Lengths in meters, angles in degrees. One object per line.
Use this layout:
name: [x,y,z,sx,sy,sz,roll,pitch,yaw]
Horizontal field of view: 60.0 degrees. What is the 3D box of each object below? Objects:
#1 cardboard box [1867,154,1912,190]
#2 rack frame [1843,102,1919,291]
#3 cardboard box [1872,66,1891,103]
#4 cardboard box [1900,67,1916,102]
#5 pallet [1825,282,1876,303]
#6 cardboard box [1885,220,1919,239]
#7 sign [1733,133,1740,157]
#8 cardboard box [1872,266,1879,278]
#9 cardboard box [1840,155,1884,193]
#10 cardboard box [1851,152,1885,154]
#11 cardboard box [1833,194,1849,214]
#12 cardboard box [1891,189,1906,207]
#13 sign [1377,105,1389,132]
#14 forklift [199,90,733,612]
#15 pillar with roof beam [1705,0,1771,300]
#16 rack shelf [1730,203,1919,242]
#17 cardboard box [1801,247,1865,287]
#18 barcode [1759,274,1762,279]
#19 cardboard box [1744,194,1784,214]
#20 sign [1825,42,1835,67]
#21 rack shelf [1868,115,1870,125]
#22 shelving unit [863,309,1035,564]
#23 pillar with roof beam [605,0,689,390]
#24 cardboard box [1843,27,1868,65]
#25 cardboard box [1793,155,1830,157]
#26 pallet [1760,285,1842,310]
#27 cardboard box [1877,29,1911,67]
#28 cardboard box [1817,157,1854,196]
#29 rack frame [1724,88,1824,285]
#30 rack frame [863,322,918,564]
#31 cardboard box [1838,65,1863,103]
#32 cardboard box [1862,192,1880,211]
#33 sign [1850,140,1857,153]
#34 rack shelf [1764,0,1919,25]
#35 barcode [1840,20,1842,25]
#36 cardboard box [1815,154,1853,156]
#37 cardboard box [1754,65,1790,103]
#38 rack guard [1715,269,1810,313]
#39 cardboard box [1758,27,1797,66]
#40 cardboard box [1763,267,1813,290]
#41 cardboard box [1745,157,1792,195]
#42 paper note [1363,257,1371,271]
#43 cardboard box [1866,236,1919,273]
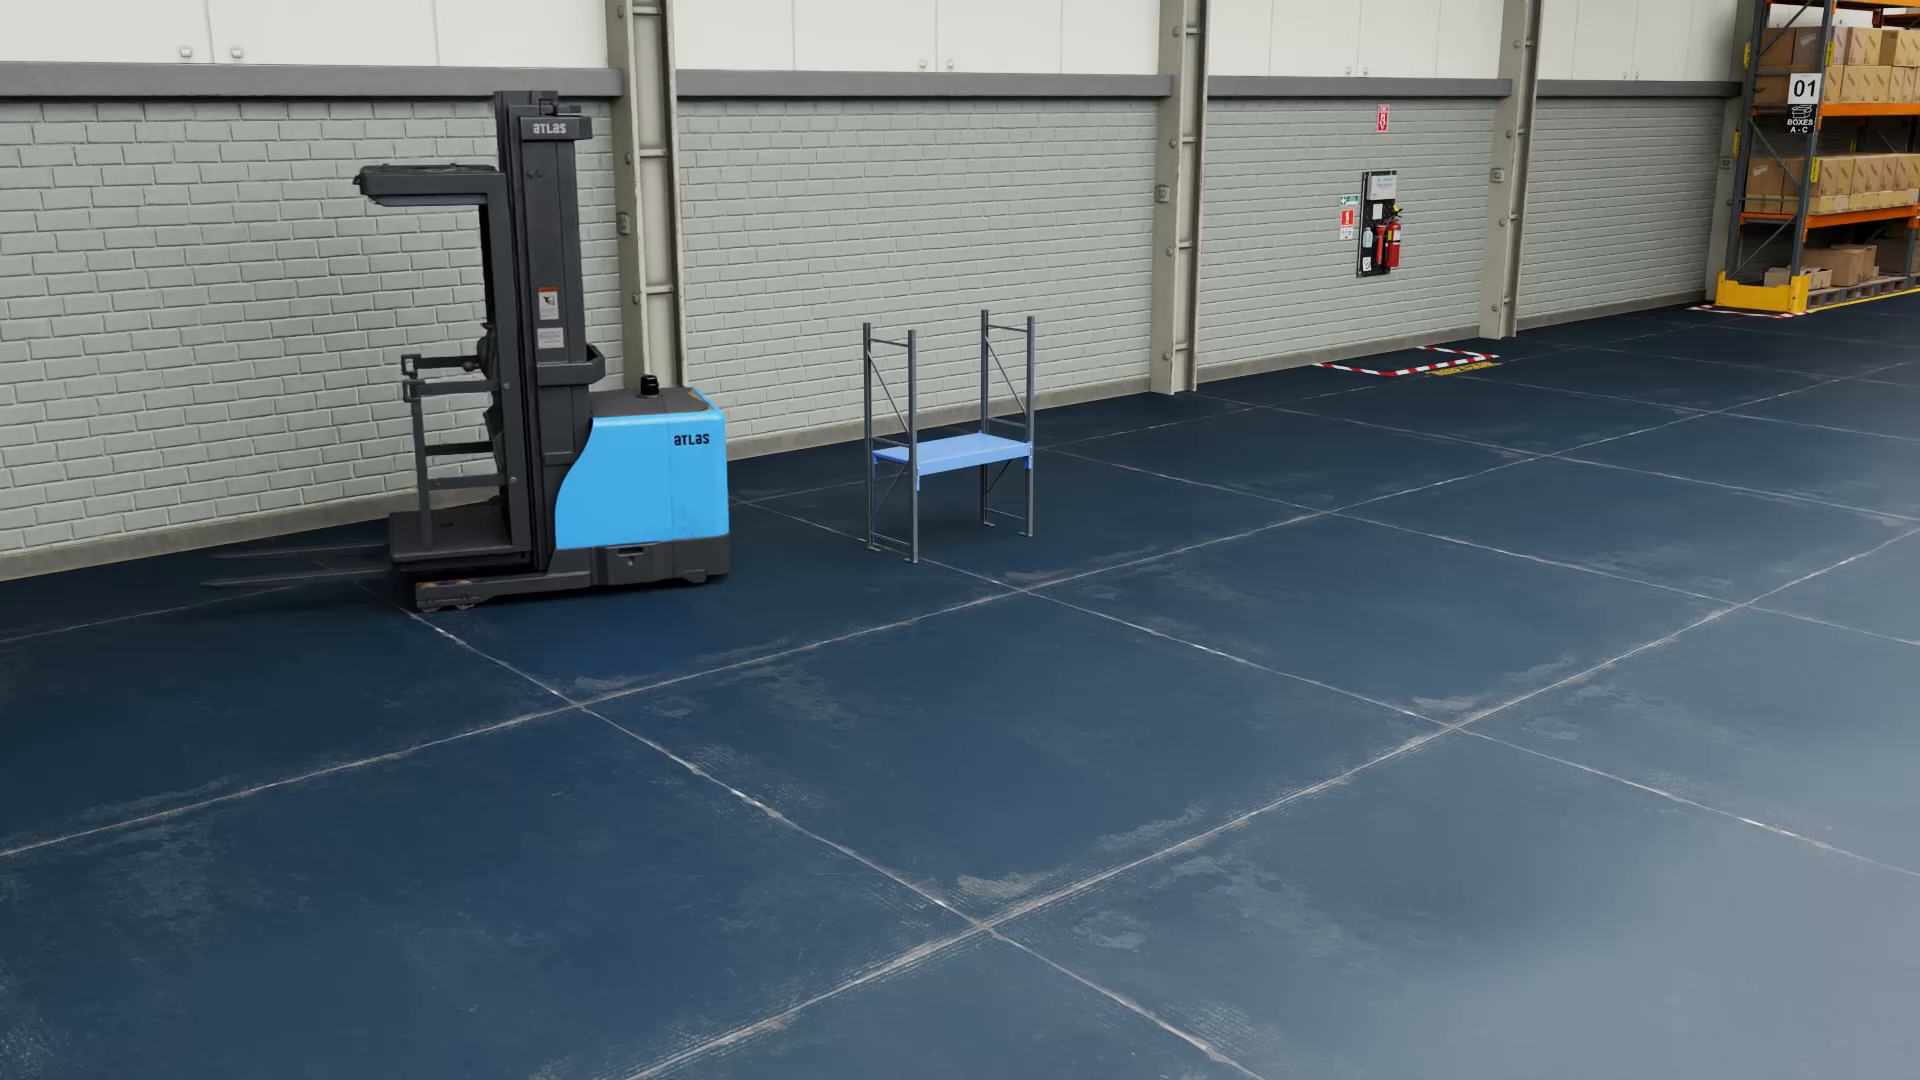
cardboard box: [13.748,-5.469,24.711,0.500,0.500,0.500,-13,20,-40]
rack frame: [14.275,-5.395,25.637,0.127,3.000,1.000,-13,19,-39]
cardboard box: [12.881,-6.501,23.729,0.500,0.500,0.500,-11,19,-36]
cardboard box: [13.666,-6.686,24.422,0.500,0.500,0.500,14,20,42]
pallet: [12.871,-3.720,24.767,1.213,0.211,1.003,-13,19,-39]
cardboard box: [15.149,-4.966,26.566,0.500,0.250,0.500,-13,20,-41]
sign: [10.908,-5.541,23.327,0.005,0.325,0.100,-13,19,-39]
cardboard box: [13.891,-4.143,25.584,0.380,0.166,0.250,13,20,40]
cardboard box: [12.970,-5.298,24.069,0.500,0.500,0.500,-12,19,-38]
cardboard box: [13.783,-5.656,25.411,0.500,0.500,0.500,-13,20,-41]
cardboard box: [12.216,-4.767,23.534,0.500,0.250,0.500,-13,20,-41]
cardboard box: [13.735,-5.111,24.822,0.500,0.250,0.500,-13,19,-39]
sign: [4.730,-4.715,18.598,0.199,0.298,0.001,-13,19,-39]
forklift: [-2.981,-1.149,9.871,3.031,2.935,1.130,-5,16,-18]
pillar with roof beam: [14.043,-7.065,20.262,0.400,9.000,9.100,-13,19,-39]
rack shelf: [12.766,-4.709,24.461,4.000,0.370,1.077,-13,19,-39]
cardboard box: [12.855,-4.034,24.529,0.500,0.500,0.700,-14,21,-43]
barcode: [11.589,-3.816,24.065,0.075,0.075,0.001,-13,19,-39]
cardboard box: [11.483,-4.772,23.554,0.500,0.250,0.500,-12,19,-39]
sign: [11.614,-6.484,22.205,0.005,0.325,0.100,-13,19,-39]
rack shelf: [15.784,-6.836,26.611,4.000,0.370,1.077,-13,19,-39]
shelving unit: [-0.064,-0.710,11.002,1.048,1.500,0.538,-13,19,-39]
pillar with roof beam: [0.465,-4.016,8.847,0.400,9.000,9.100,-13,19,-39]
cardboard box: [12.119,-6.801,22.917,0.500,0.500,0.500,-13,20,-40]
cardboard box: [12.247,-5.310,24.117,0.500,0.500,0.500,-13,20,-41]
pallet: [11.951,-3.514,23.997,1.213,0.211,1.003,-13,19,-39]
cardboard box: [13.281,-7.063,23.896,0.500,0.500,0.500,-14,20,-41]
cardboard box: [12.194,-5.121,23.410,0.500,0.500,0.500,-13,19,-39]
rack frame: [11.257,-4.718,23.100,0.127,3.000,1.000,-13,19,-39]
rack frame: [-0.448,-0.624,10.680,0.032,1.500,0.500,-13,19,-39]
cardboard box: [12.102,-6.317,23.042,0.500,0.500,0.500,-11,19,-36]
cardboard box: [12.987,-4.937,24.172,0.500,0.250,0.500,-12,19,-39]
sign: [13.908,-6.062,25.889,0.005,0.325,0.100,-13,19,-39]
rack shelf: [12.766,-7.606,23.687,4.000,0.370,1.077,-13,19,-39]
barcode: [12.944,-7.611,24.436,0.075,0.075,0.001,-13,19,-39]
cardboard box: [13.011,-5.486,24.773,0.500,0.500,0.500,-12,19,-38]
cardboard box: [11.406,-6.345,23.146,0.500,0.500,0.500,-11,18,-35]
rack guard: [11.315,-3.523,23.471,0.348,0.500,1.175,-13,19,-39]
cardboard box: [11.411,-6.832,23.032,0.500,0.500,0.500,-12,19,-37]
cardboard box: [11.838,-3.731,23.763,0.500,0.311,0.500,13,20,41]
cardboard box: [11.473,-5.139,23.474,0.500,0.500,0.500,-13,20,-40]
paper note: [4.623,-3.135,18.881,0.142,0.148,0.016,-13,19,-39]
cardboard box: [14.819,-4.528,26.381,0.500,0.500,0.700,-12,19,-38]
